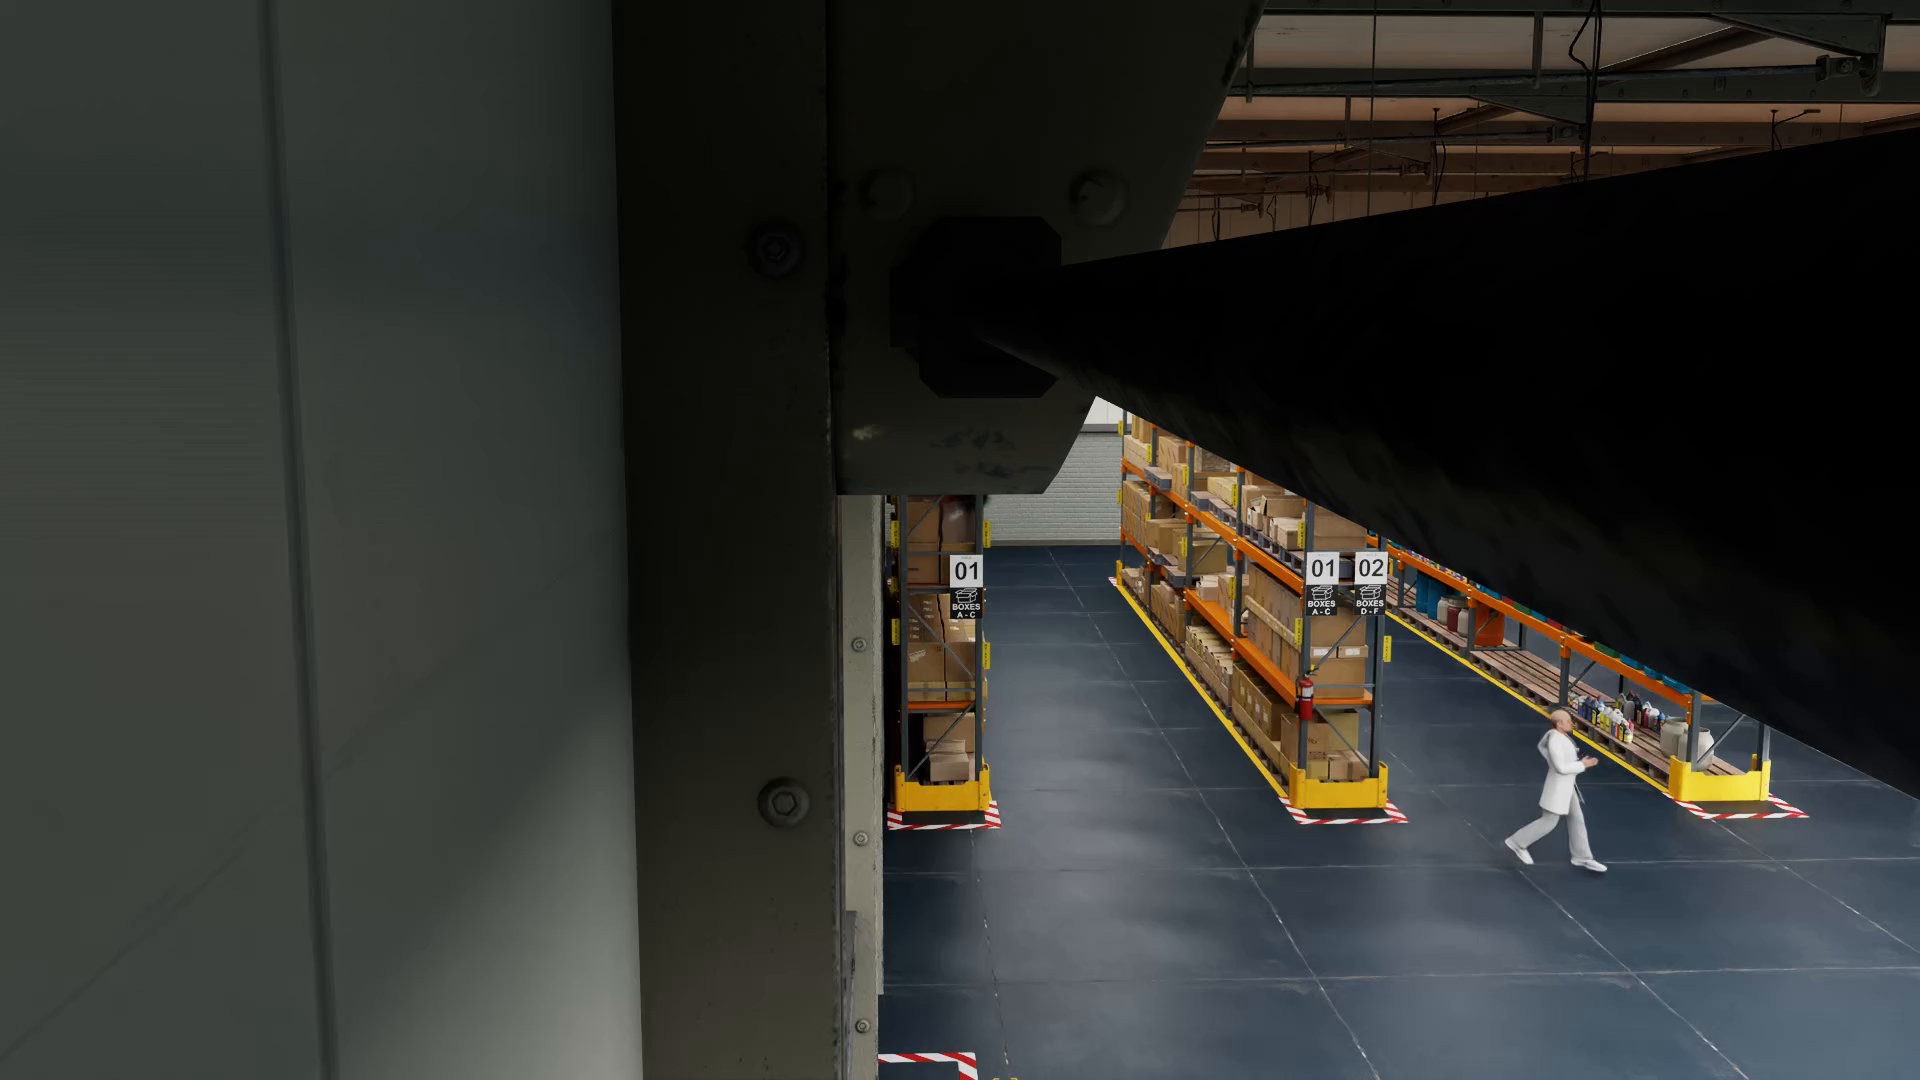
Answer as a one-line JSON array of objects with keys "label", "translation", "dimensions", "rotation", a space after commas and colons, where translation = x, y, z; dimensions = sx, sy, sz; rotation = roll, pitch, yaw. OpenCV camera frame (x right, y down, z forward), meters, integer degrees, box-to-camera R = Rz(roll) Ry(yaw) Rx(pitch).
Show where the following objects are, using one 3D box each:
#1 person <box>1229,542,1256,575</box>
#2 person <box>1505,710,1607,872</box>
[{"label": "person", "translation": [6.027, 0.292, 35.156], "dimensions": [0.693, 1.732, 0.530], "rotation": [-3, 9, -18]}, {"label": "person", "translation": [6.594, 2.739, 18.301], "dimensions": [1.061, 1.766, 0.705], "rotation": [4, 10, 28]}]
